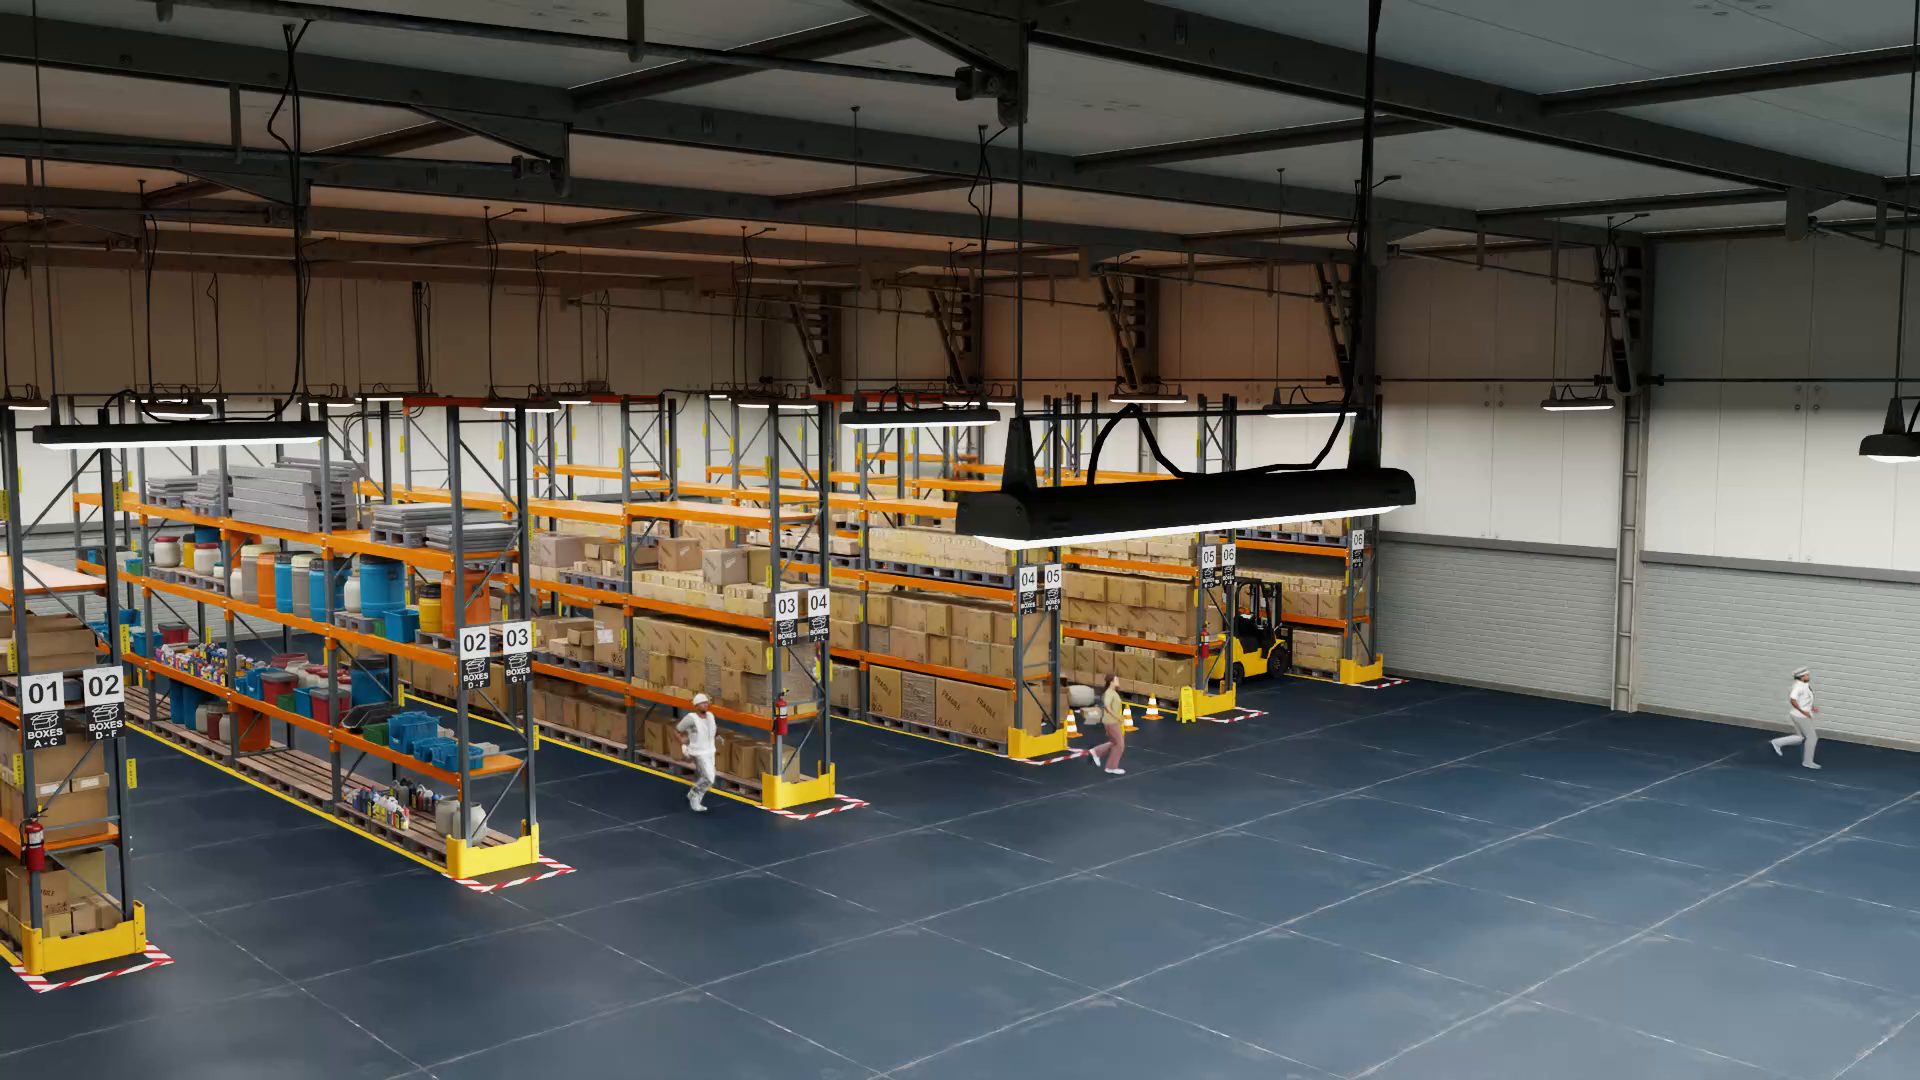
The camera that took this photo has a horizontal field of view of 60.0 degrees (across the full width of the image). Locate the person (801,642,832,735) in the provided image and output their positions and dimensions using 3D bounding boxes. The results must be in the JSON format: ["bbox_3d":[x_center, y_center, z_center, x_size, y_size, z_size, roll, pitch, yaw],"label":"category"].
[{"bbox_3d":[-2.602,2.586,29.869,0.707,1.762,0.891,-5,8,-44],"label":"person"}]

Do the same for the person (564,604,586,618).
[{"bbox_3d":[-9.689,1.489,41.559,0.624,1.689,0.839,5,8,44],"label":"person"}]

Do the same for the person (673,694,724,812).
[{"bbox_3d":[-3.719,3.108,24.192,0.634,1.738,0.668,4,7,33],"label":"person"}]

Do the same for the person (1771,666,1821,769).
[{"bbox_3d":[13.714,2.887,27.191,0.738,1.686,0.577,2,6,23],"label":"person"}]

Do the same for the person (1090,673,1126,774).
[{"bbox_3d":[2.381,2.944,26.779,0.571,1.635,0.610,0,6,5],"label":"person"}]
